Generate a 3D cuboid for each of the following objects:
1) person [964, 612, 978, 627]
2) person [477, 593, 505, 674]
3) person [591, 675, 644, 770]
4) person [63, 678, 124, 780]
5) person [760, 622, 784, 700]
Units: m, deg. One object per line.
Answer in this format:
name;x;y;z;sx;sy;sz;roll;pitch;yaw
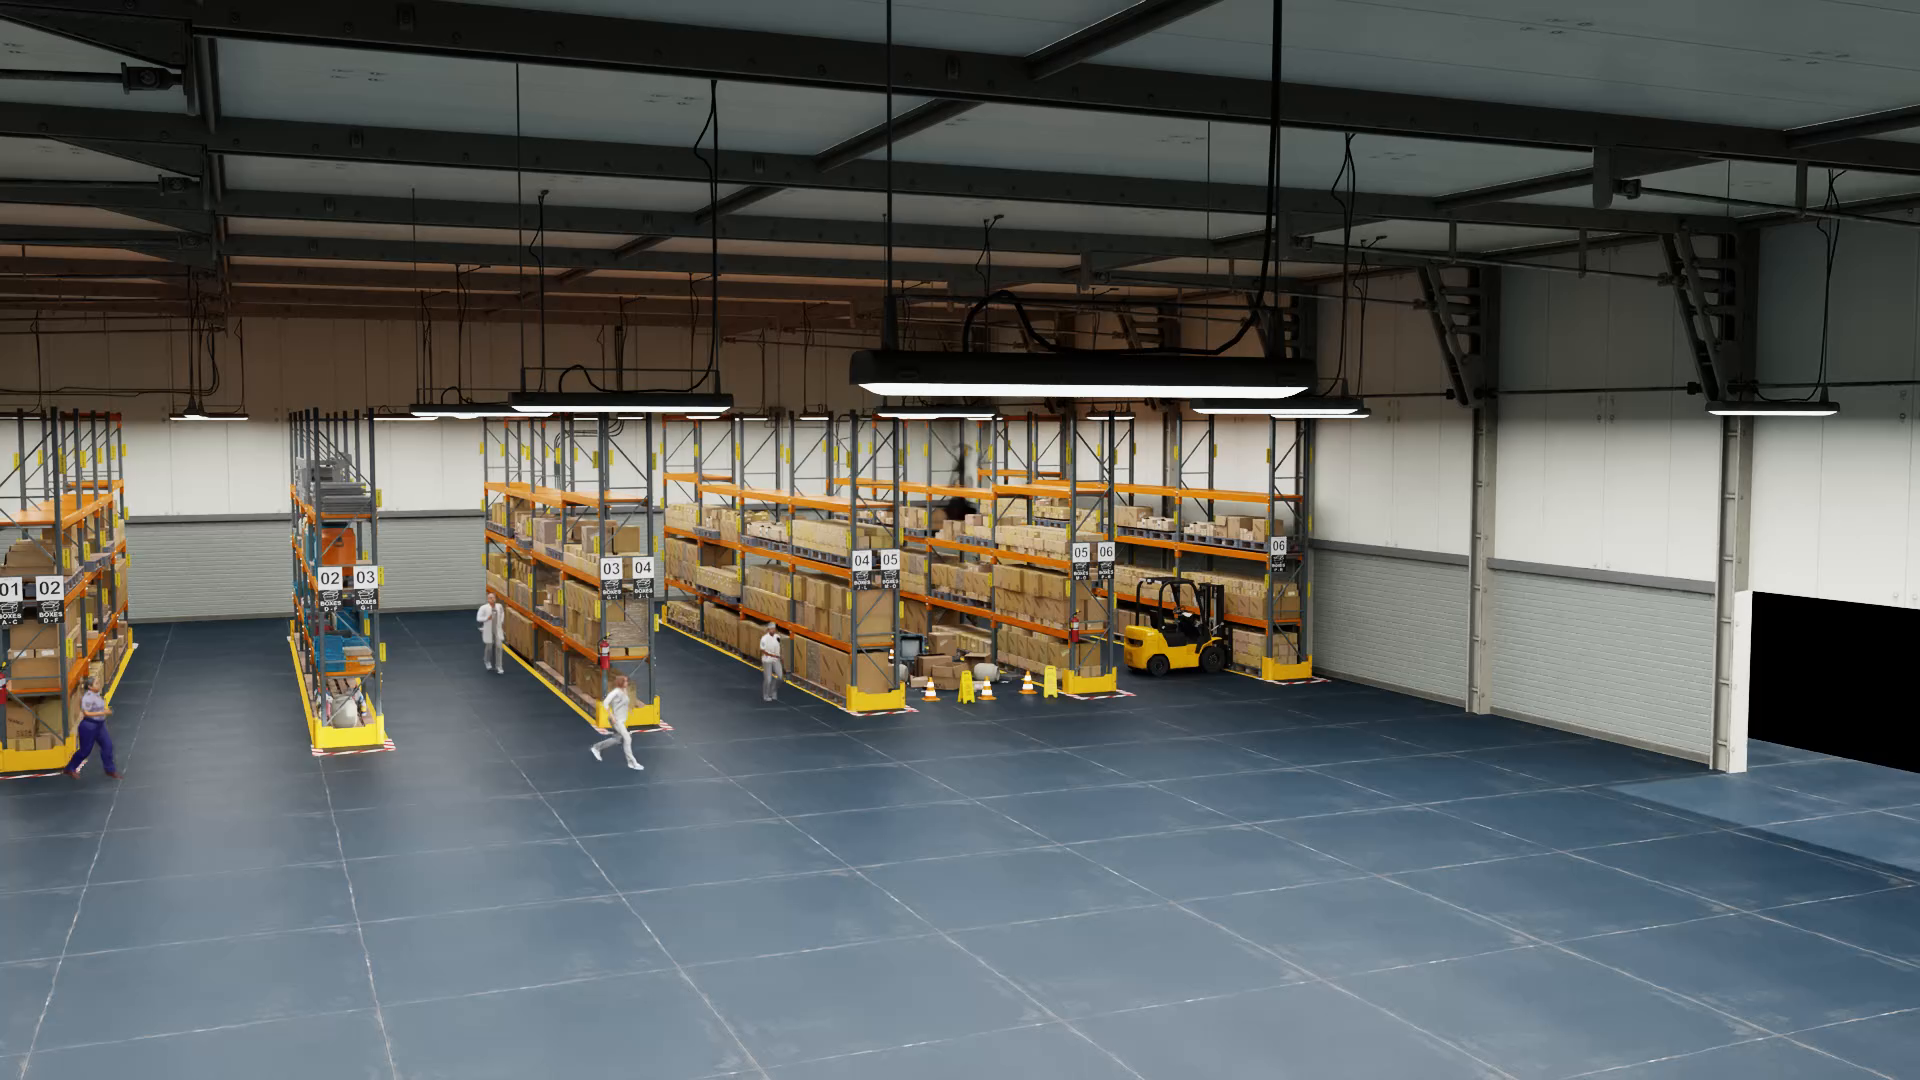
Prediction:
person;0.386;1.655;45.674;0.715;1.740;0.633;-2;5;-28
person;-10.776;2.138;38.285;0.695;1.828;0.917;-2;5;-30
person;-5.692;3.009;27.505;0.889;1.588;0.559;1;4;7
person;-13.873;3.040;26.539;0.854;1.675;0.598;0;4;-5
person;-3.845;2.495;34.170;0.542;1.638;0.720;-3;5;-32
